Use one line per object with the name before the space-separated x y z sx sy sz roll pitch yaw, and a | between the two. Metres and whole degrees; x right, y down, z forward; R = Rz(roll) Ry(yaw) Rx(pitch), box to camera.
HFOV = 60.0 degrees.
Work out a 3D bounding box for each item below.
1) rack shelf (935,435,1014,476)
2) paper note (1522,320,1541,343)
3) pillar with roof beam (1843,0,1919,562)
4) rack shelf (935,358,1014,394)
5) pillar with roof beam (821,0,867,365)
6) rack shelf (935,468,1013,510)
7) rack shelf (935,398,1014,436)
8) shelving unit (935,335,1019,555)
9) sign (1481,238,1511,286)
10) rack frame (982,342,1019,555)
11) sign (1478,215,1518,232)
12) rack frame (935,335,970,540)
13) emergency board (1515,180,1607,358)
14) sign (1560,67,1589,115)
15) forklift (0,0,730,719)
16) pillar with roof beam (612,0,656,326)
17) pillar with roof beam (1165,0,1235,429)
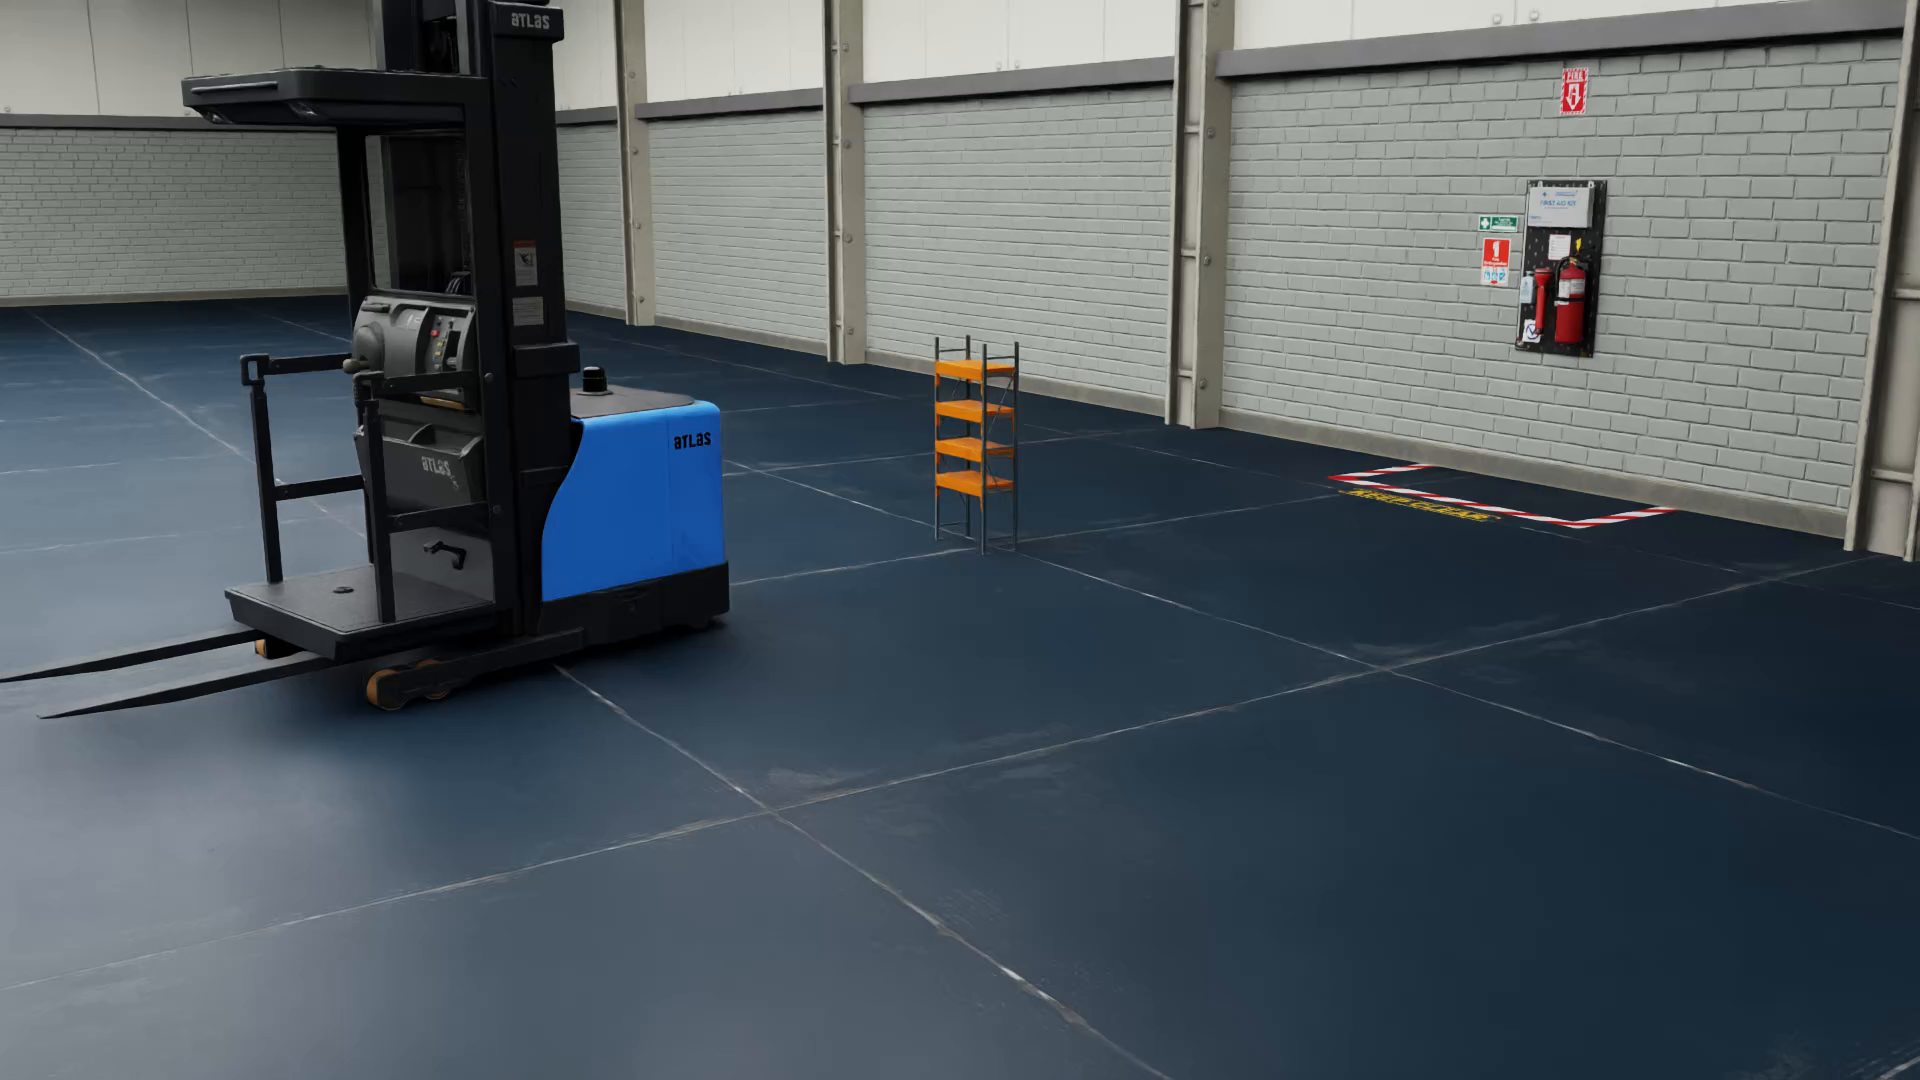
rack shelf | 0.092 -0.491 9.613 0.258 0.148 0.480 -8 15 -33
paper note | 3.963 -1.447 11.520 0.016 0.148 0.142 -8 15 -33
pillar with roof beam | 1.757 -3.815 6.243 9.100 9.000 0.400 -8 15 -33
rack shelf | 0.092 -0.941 9.515 0.258 0.148 0.480 -8 15 -33
pillar with roof beam | -4.891 -5.949 16.002 9.100 9.000 0.400 -8 15 -33
rack shelf | 0.092 -0.297 9.656 0.258 0.148 0.480 -8 15 -33
rack shelf | 0.092 -0.710 9.566 0.258 0.148 0.480 -8 15 -33
shelving unit | 0.092 -0.557 9.599 0.258 1.200 0.503 -8 15 -33
sign | 3.783 -1.966 11.746 0.001 0.329 0.234 -8 15 -33
rack frame | 0.227 -0.513 9.401 0.240 1.200 0.015 -8 15 -33
sign | 3.778 -2.223 11.681 0.001 0.109 0.331 -8 15 -33
rack frame | -0.043 -0.600 9.797 0.240 1.200 0.015 -8 15 -33
emergency board | 4.004 -1.838 11.245 0.194 1.169 0.643 -8 15 -33
sign | 4.082 -2.984 11.057 0.001 0.298 0.199 -8 15 -33
forklift | -2.480 -0.865 6.958 1.130 2.935 3.031 11 17 42
pillar with roof beam | -8.215 -7.016 20.882 9.100 9.000 0.400 -8 15 -33
pillar with roof beam | -1.567 -4.882 11.123 9.100 9.000 0.400 -8 15 -33
